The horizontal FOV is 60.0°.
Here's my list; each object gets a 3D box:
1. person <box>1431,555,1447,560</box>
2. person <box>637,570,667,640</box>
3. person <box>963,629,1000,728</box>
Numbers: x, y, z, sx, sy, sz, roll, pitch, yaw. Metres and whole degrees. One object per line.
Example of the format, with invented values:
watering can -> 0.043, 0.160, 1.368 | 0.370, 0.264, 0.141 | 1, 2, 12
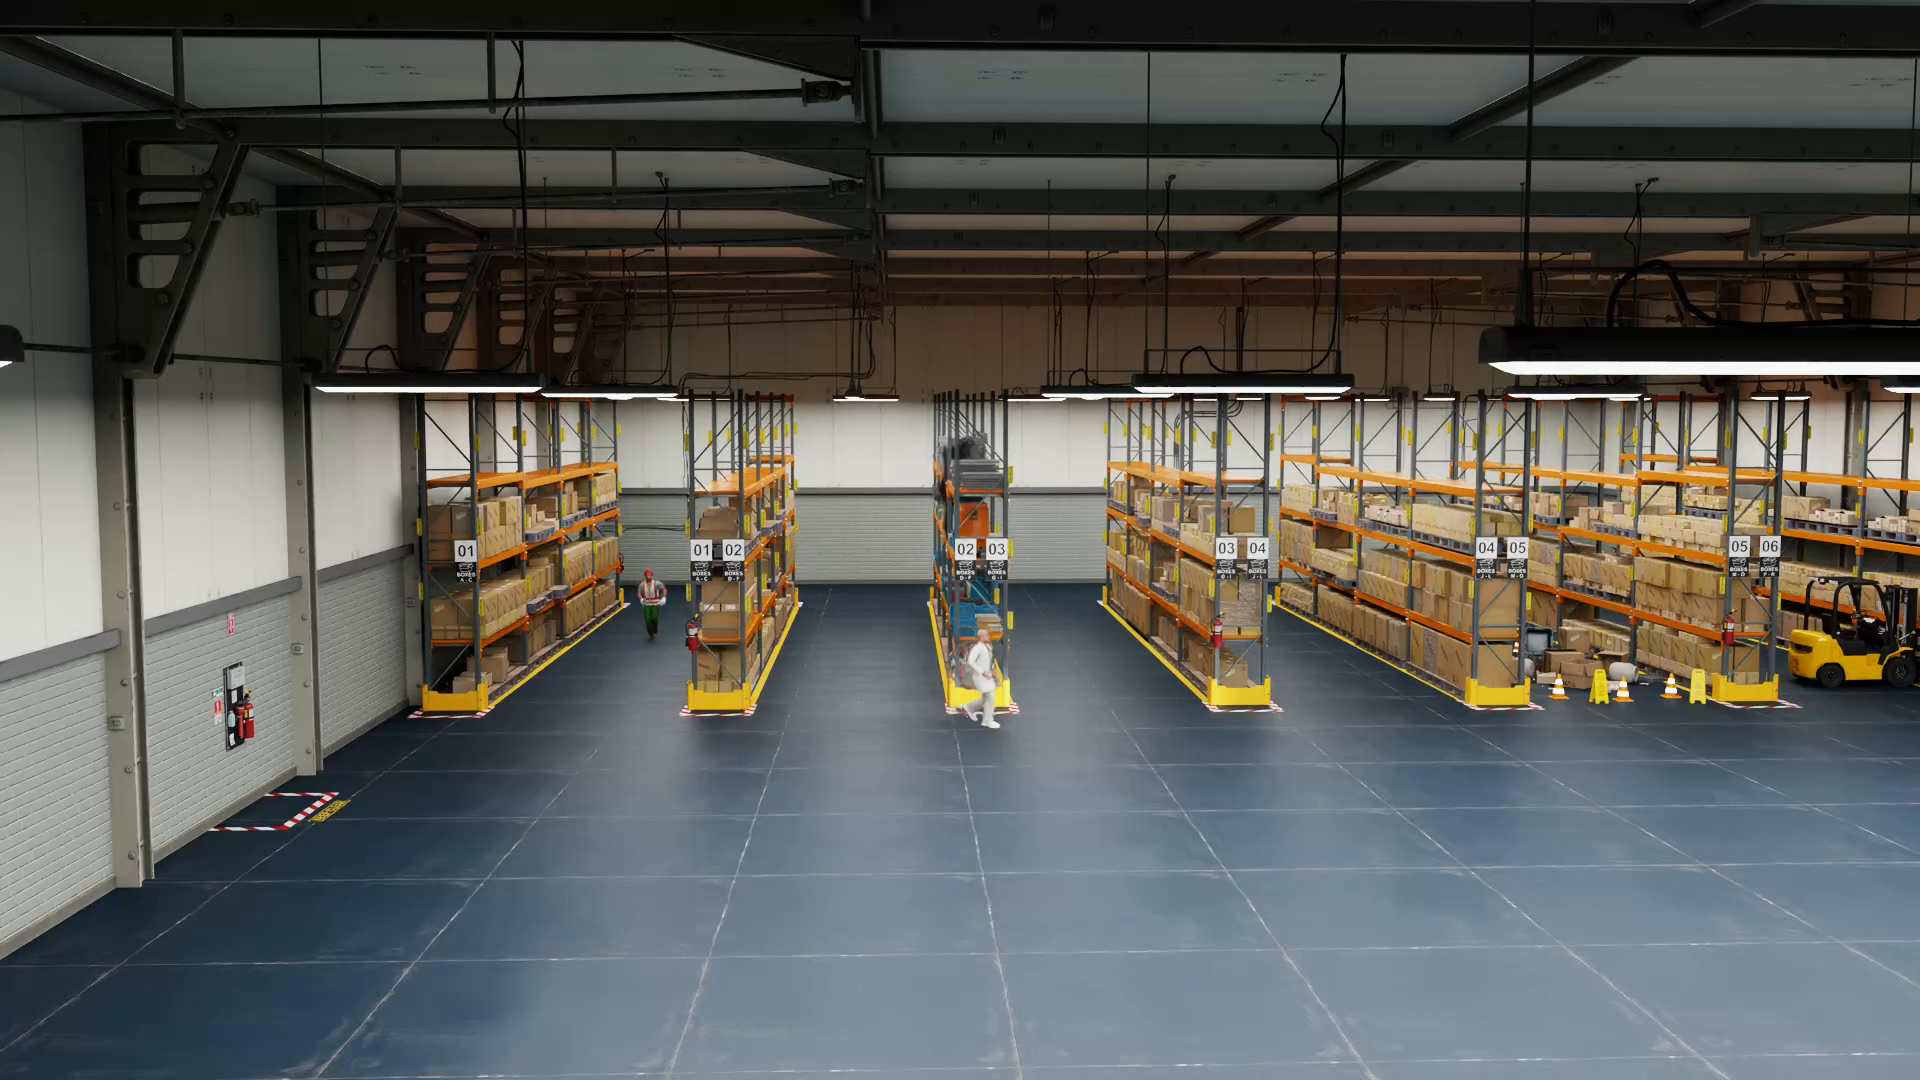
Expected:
person -> 14.408, 0.803, 49.735 | 0.843, 1.760, 0.653 | -1, 5, -15
person -> -7.470, 1.580, 40.186 | 0.673, 1.735, 0.662 | 0, 5, 3
person -> 0.344, 2.455, 29.473 | 0.749, 1.754, 0.751 | 2, 5, 23
